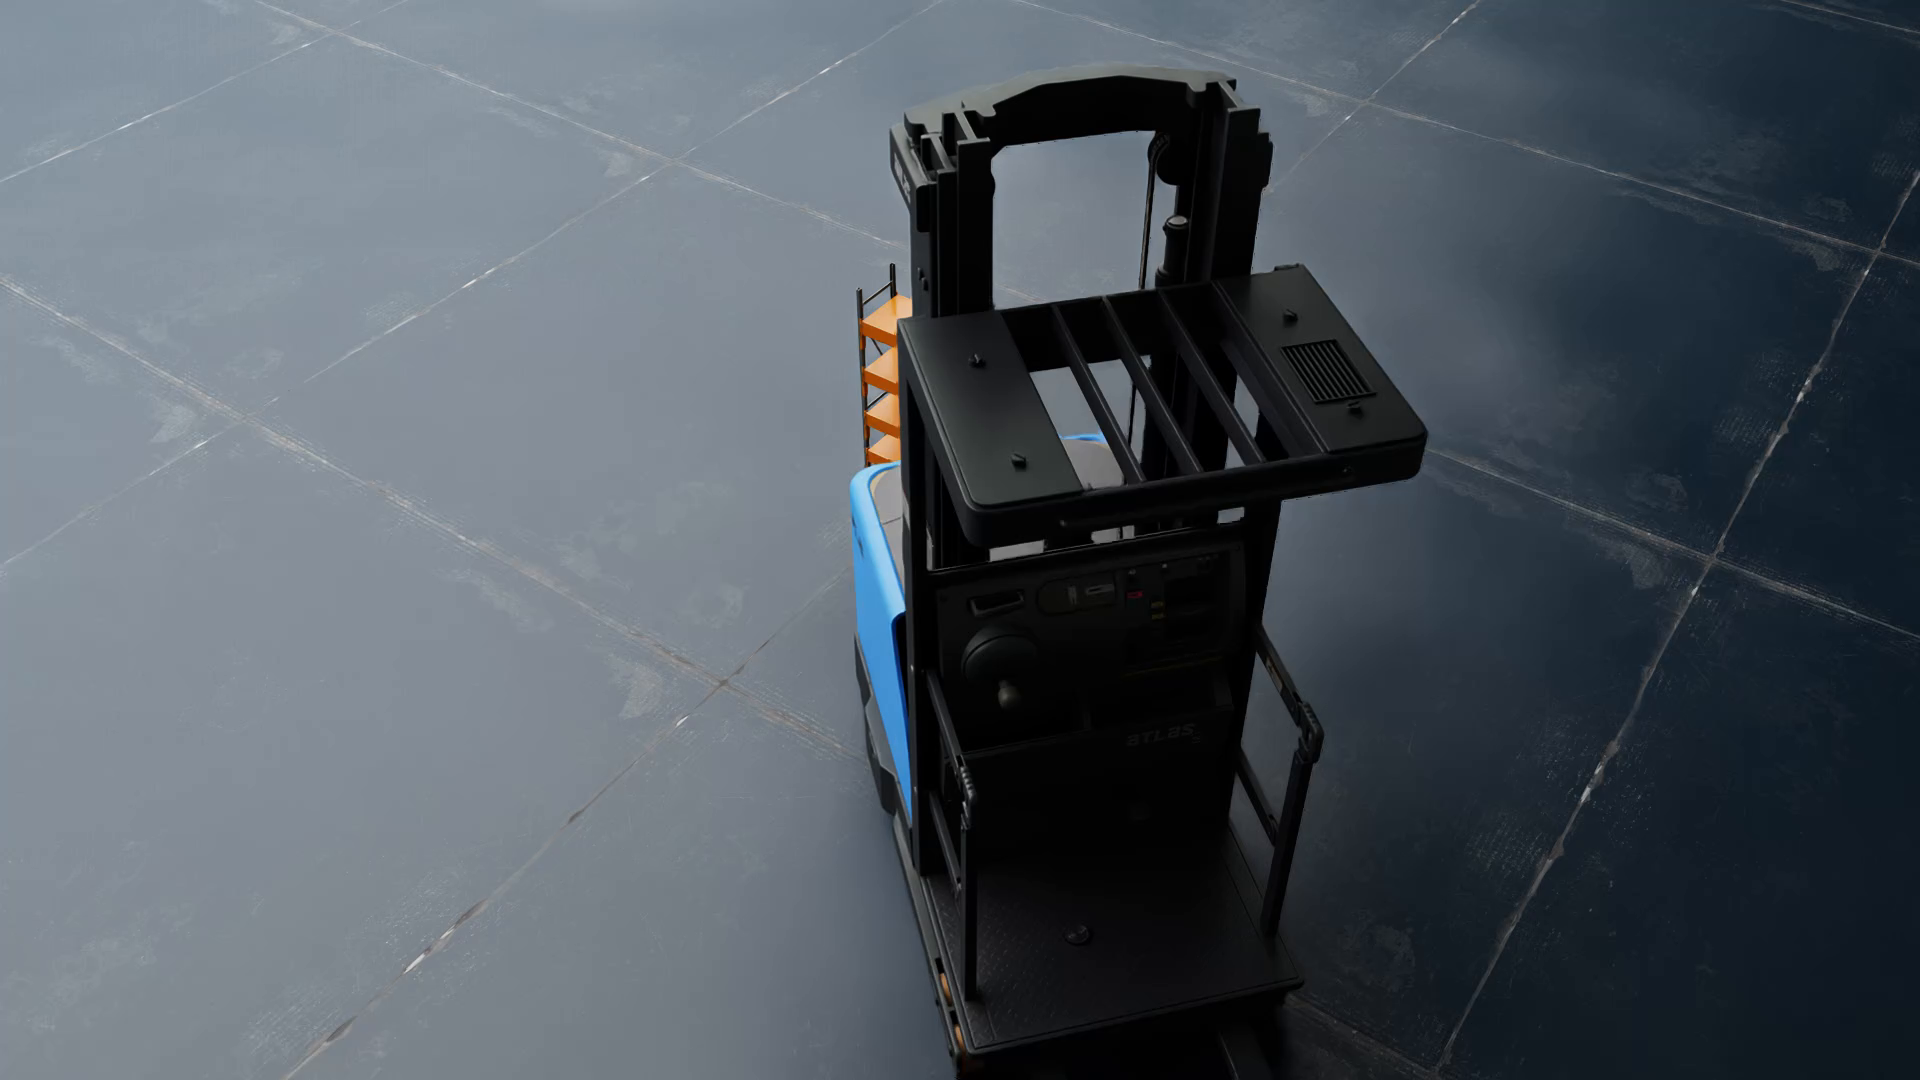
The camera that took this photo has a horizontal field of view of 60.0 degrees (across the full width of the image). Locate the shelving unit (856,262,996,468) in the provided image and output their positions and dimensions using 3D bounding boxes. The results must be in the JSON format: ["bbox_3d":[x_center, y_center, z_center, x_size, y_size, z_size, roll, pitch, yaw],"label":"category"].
[{"bbox_3d":[-0.136,-0.511,6.921,0.503,1.200,0.258,25,48,25],"label":"shelving unit"}]

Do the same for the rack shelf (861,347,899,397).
[{"bbox_3d":[-0.136,-0.627,6.816,0.480,0.148,0.258,25,48,25],"label":"rack shelf"}]

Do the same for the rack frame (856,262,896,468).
[{"bbox_3d":[-0.335,-0.604,7.025,0.015,1.200,0.240,25,48,25],"label":"rack frame"}]

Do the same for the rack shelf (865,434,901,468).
[{"bbox_3d":[-0.136,-0.312,7.098,0.480,0.148,0.258,25,48,25],"label":"rack shelf"}]

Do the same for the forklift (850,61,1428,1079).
[{"bbox_3d":[0.441,0.326,4.687,1.130,2.935,3.031,-9,43,-10],"label":"forklift"}]

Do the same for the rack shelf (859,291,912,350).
[{"bbox_3d":[-0.136,-0.803,6.659,0.480,0.148,0.258,25,48,25],"label":"rack shelf"}]

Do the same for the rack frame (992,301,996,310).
[{"bbox_3d":[0.064,-0.417,6.816,0.015,1.200,0.240,25,48,25],"label":"rack frame"}]

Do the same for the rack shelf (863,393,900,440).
[{"bbox_3d":[-0.136,-0.460,6.966,0.480,0.148,0.258,25,48,25],"label":"rack shelf"}]
